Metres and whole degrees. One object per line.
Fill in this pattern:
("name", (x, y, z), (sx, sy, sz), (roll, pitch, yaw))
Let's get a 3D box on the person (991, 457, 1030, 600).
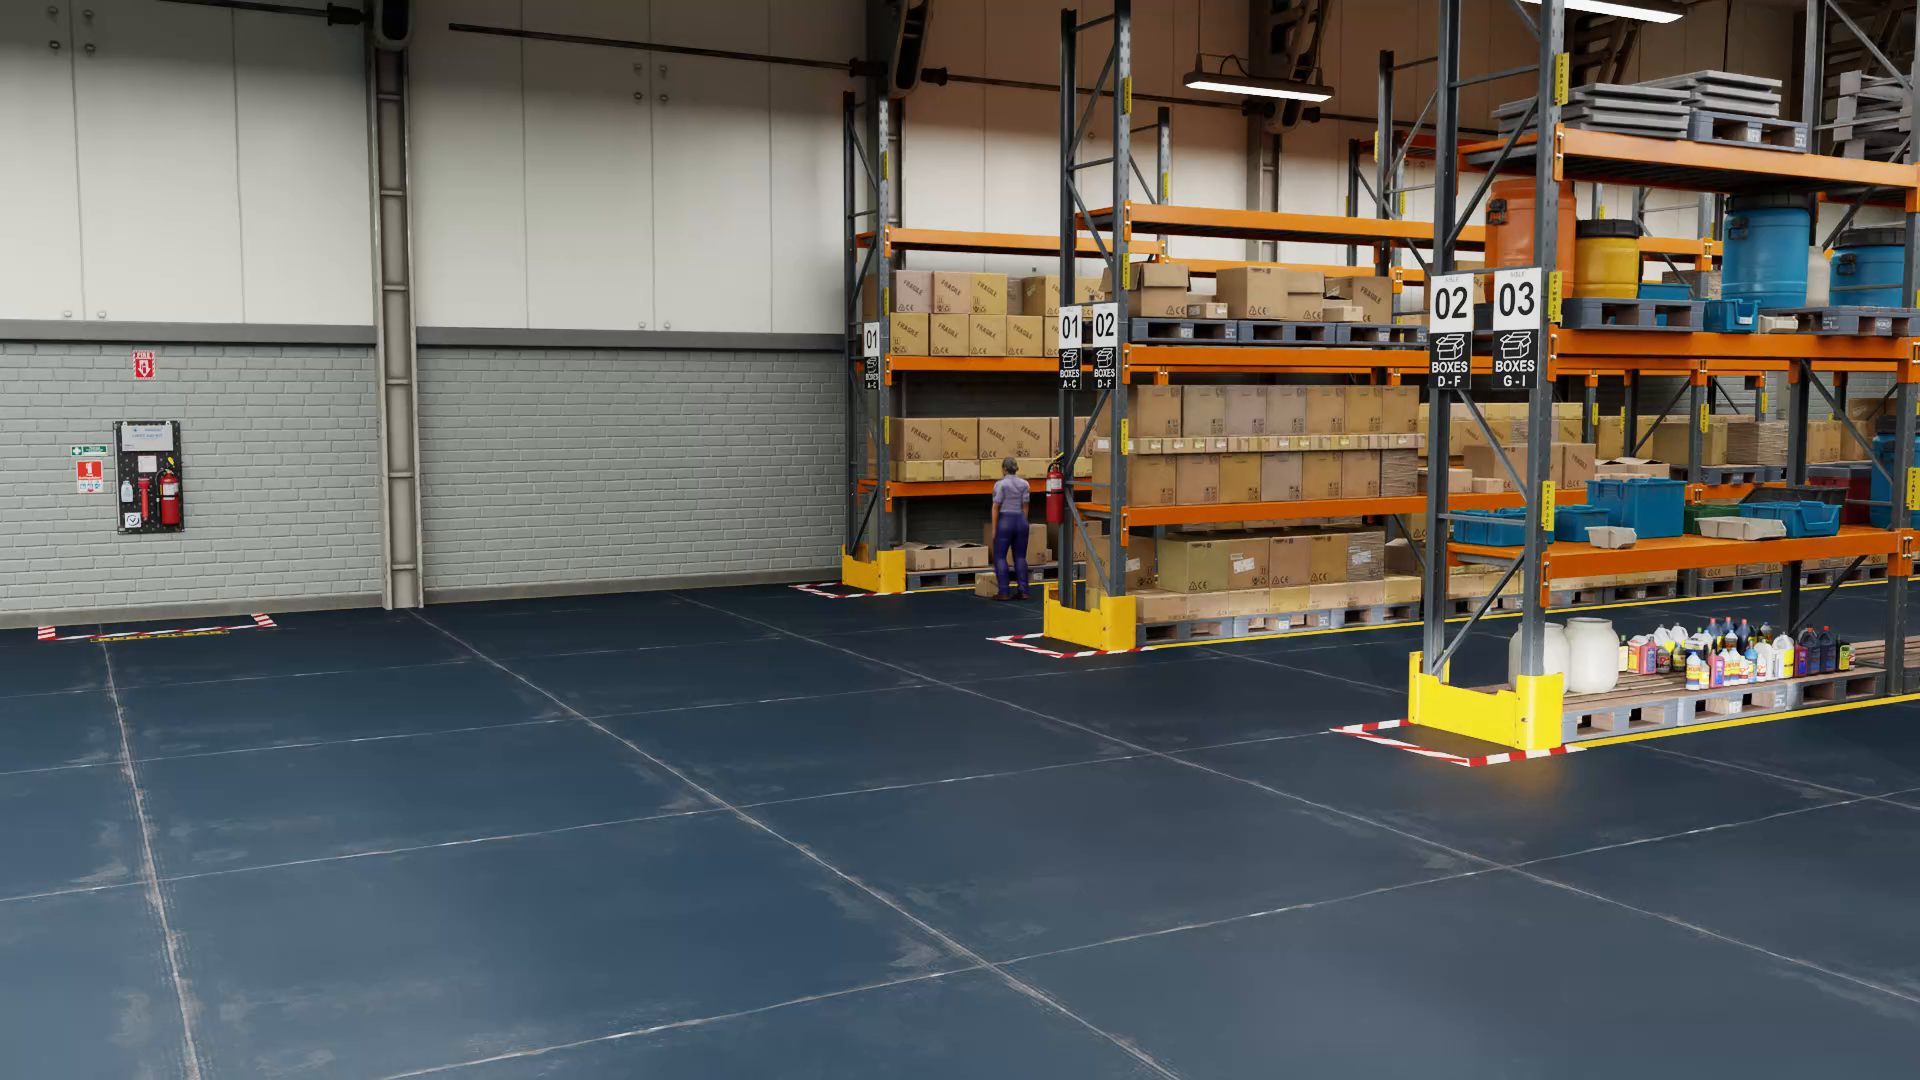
("person", (0.561, -0.129, 19.064), (0.469, 1.645, 0.342), (-3, 6, -28))
